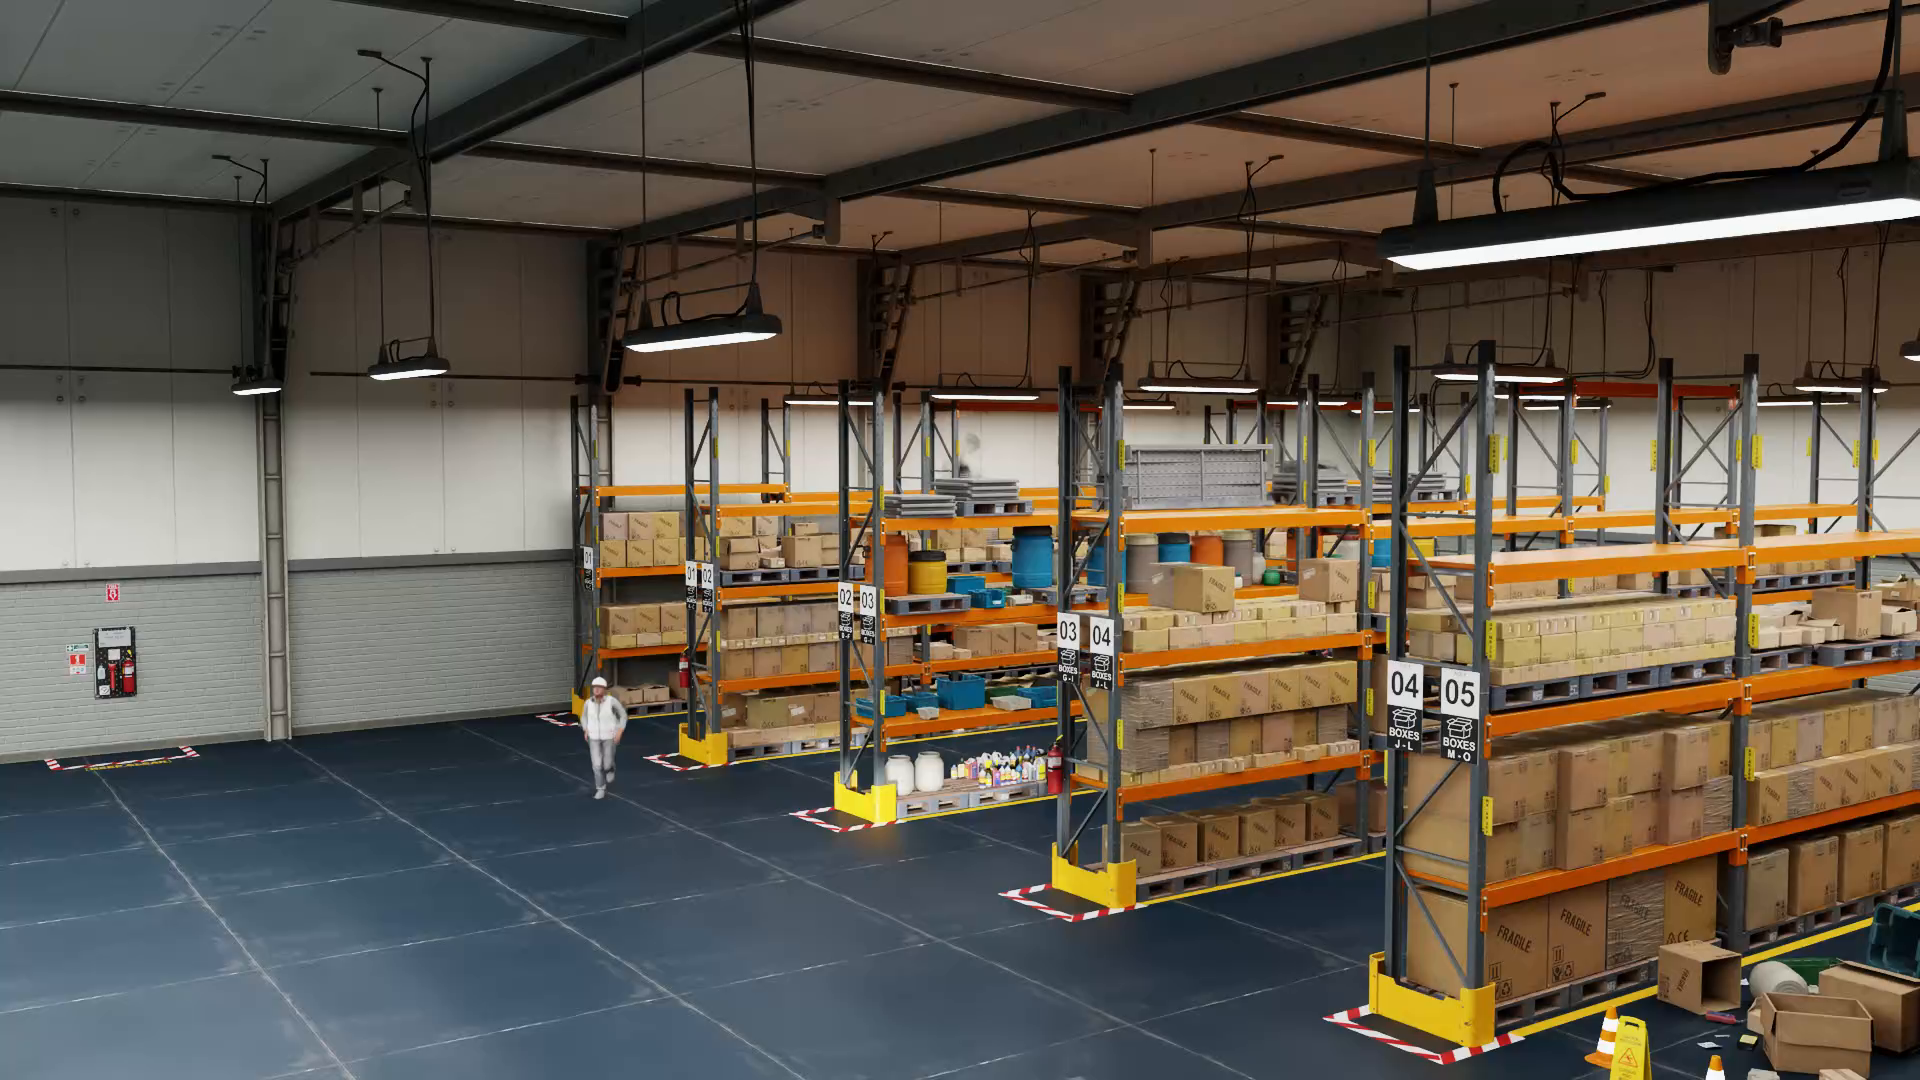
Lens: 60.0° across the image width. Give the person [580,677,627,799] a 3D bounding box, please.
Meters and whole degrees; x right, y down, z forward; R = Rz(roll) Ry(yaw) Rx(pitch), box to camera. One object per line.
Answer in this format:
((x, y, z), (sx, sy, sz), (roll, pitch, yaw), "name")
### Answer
((-5.175, 2.855, 24.155), (0.680, 1.751, 0.649), (0, 3, 1), "person")
